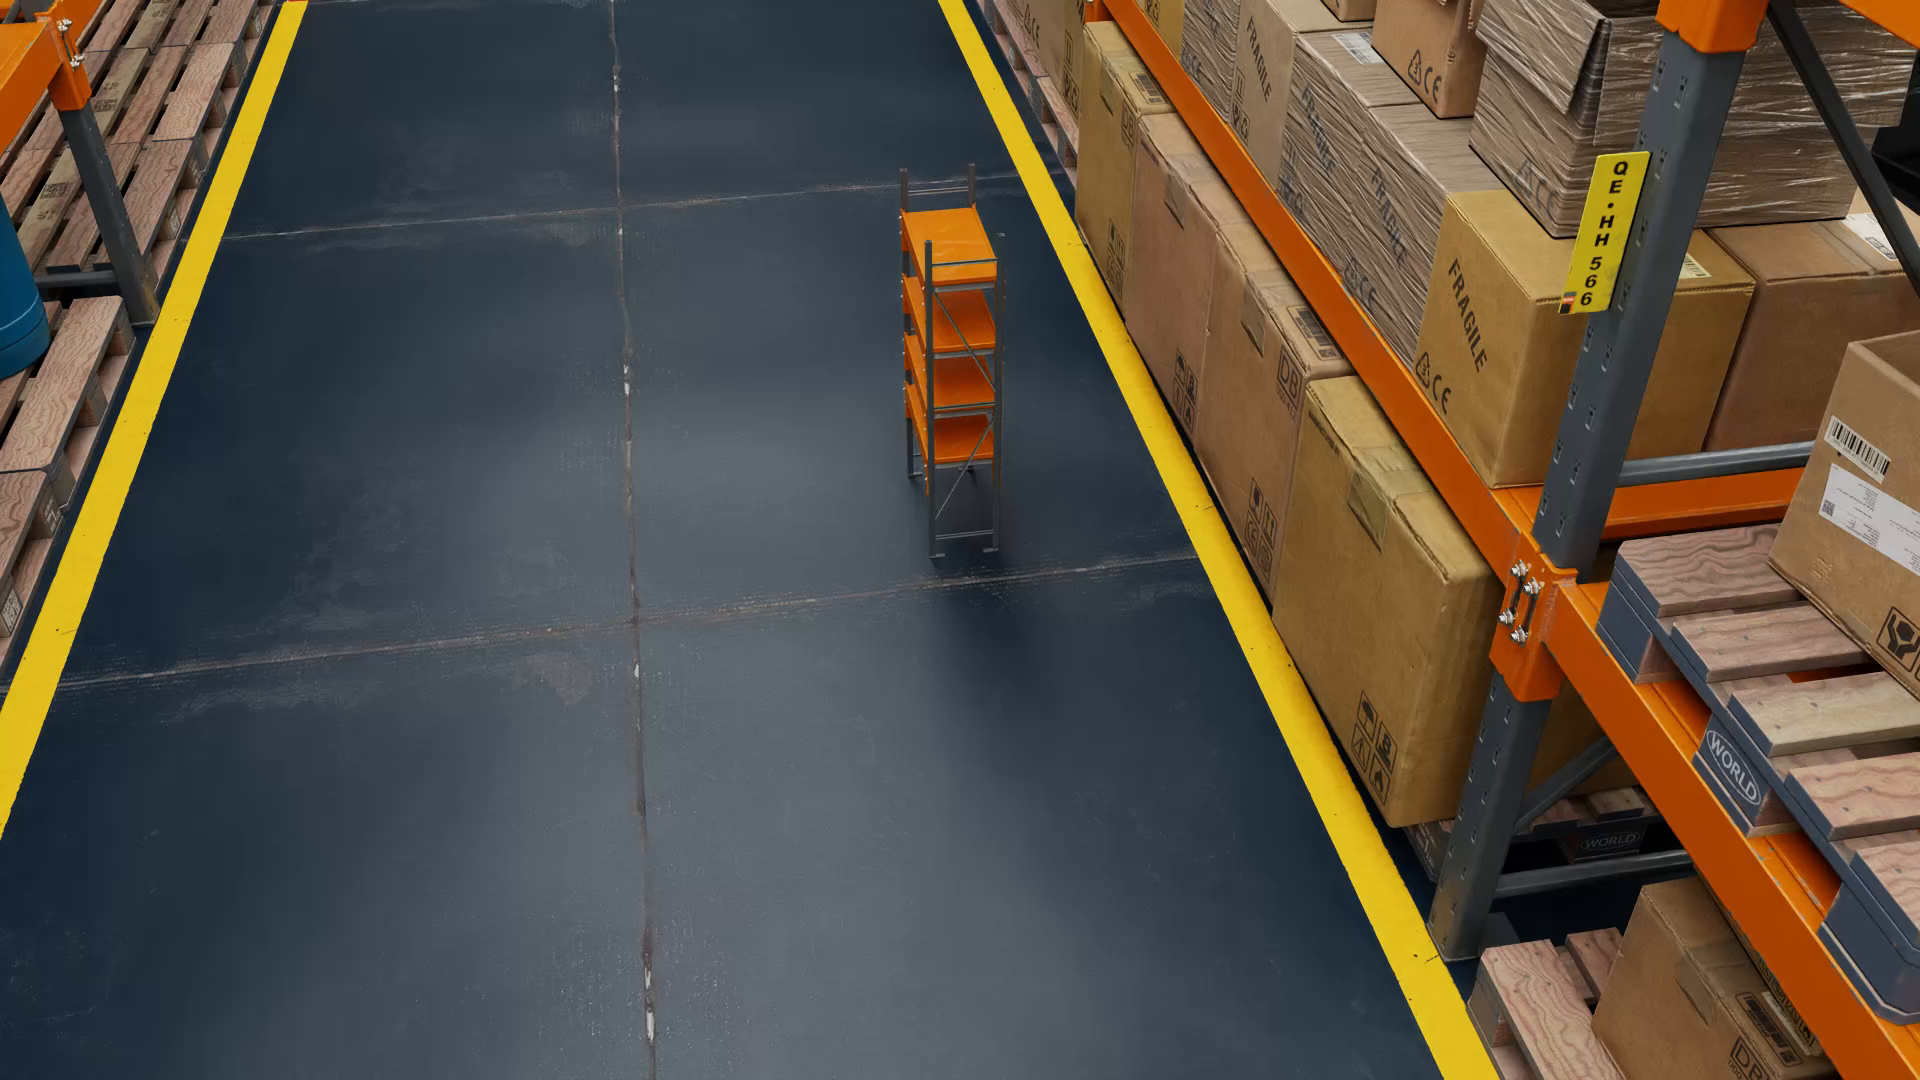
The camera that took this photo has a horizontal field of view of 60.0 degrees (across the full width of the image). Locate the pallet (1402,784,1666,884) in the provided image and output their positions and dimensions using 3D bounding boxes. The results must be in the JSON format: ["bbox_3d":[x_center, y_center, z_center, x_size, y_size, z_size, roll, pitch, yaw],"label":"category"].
[{"bbox_3d":[1.676,0.447,5.003,1.003,0.211,1.213,-6,38,-8],"label":"pallet"}]

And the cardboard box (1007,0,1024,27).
[{"bbox_3d":[0.688,-3.401,9.073,0.875,0.875,0.875,-6,38,-8],"label":"cardboard box"}]

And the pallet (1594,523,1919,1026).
[{"bbox_3d":[1.970,0.324,3.044,1.213,0.211,1.003,-6,38,-8],"label":"pallet"}]

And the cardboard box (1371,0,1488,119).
[{"bbox_3d":[1.516,-1.443,4.263,0.797,0.503,0.637,-5,38,-7],"label":"cardboard box"}]

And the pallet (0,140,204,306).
[{"bbox_3d":[-4.005,-1.392,7.370,1.003,0.211,1.213,-6,38,-8],"label":"pallet"}]

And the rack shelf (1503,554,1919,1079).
[{"bbox_3d":[2.091,1.322,2.190,1.077,0.370,4.000,-6,38,-8],"label":"rack shelf"}]

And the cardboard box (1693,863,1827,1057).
[{"bbox_3d":[1.887,0.748,3.409,0.500,0.250,0.500,-5,38,-6],"label":"cardboard box"}]

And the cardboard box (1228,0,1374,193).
[{"bbox_3d":[1.145,-1.404,5.030,0.500,0.500,0.500,-6,38,-7],"label":"cardboard box"}]

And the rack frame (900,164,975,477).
[{"bbox_3d":[-0.072,-0.721,5.700,0.240,1.200,0.015,-6,38,-8],"label":"rack frame"}]

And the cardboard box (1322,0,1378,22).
[{"bbox_3d":[1.392,-1.848,4.784,0.797,0.503,0.637,-5,38,-6],"label":"cardboard box"}]

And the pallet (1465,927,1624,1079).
[{"bbox_3d":[1.876,1.403,3.772,1.003,0.211,1.213,-6,38,-8],"label":"pallet"}]

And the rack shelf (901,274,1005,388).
[{"bbox_3d":[-0.029,-0.697,5.415,0.258,0.148,0.480,-6,38,-8],"label":"rack shelf"}]

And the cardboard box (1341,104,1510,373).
[{"bbox_3d":[1.328,-0.783,4.231,0.500,0.500,0.500,-7,38,-8],"label":"cardboard box"}]

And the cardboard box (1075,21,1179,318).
[{"bbox_3d":[1.171,-1.529,6.662,1.225,0.875,0.875,-6,38,-8],"label":"cardboard box"}]

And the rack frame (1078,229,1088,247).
[{"bbox_3d":[1.039,-2.586,6.634,1.000,3.000,0.127,-6,38,-8],"label":"rack frame"}]

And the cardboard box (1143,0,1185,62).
[{"bbox_3d":[0.962,-2.017,5.820,0.500,0.500,0.500,-6,38,-8],"label":"cardboard box"}]

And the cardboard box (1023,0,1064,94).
[{"bbox_3d":[0.844,-2.864,8.381,0.875,0.875,0.875,-6,38,-8],"label":"cardboard box"}]

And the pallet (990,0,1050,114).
[{"bbox_3d":[0.765,-2.691,9.042,1.003,0.211,1.213,-6,38,-8],"label":"pallet"}]

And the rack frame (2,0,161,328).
[{"bbox_3d":[-3.838,-2.054,5.948,1.000,3.000,0.127,-6,38,-8],"label":"rack frame"}]

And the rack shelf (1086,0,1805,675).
[{"bbox_3d":[1.389,-1.094,5.300,1.077,0.370,4.000,-6,38,-8],"label":"rack shelf"}]

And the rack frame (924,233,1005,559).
[{"bbox_3d":[0.014,-0.426,5.321,0.240,1.200,0.015,-6,38,-8],"label":"rack frame"}]

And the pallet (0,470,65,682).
[{"bbox_3d":[-3.526,0.257,5.248,1.003,0.211,1.213,-6,38,-8],"label":"pallet"}]

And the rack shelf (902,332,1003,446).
[{"bbox_3d":[-0.029,-0.521,5.552,0.258,0.148,0.480,-6,38,-8],"label":"rack shelf"}]

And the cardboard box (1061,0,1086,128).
[{"bbox_3d":[1.002,-2.320,7.681,0.875,0.875,0.875,-6,38,-8],"label":"cardboard box"}]

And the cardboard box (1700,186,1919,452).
[{"bbox_3d":[1.923,-0.533,3.909,0.500,0.500,0.500,-5,38,-7],"label":"cardboard box"}]

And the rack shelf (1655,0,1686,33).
[{"bbox_3d":[1.389,-2.279,4.380,1.077,0.370,4.000,-6,38,-8],"label":"rack shelf"}]

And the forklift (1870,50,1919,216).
[{"bbox_3d":[3.997,-2.085,6.045,1.130,2.935,3.031,-14,40,-17],"label":"forklift"}]

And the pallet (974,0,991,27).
[{"bbox_3d":[0.555,-3.427,9.989,1.003,0.211,1.213,-6,38,-8],"label":"pallet"}]

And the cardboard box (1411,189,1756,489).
[{"bbox_3d":[1.410,-0.481,3.843,0.500,0.500,0.500,-5,38,-7],"label":"cardboard box"}]

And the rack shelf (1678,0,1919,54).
[{"bbox_3d":[2.091,0.137,1.270,1.077,0.370,4.000,-6,38,-8],"label":"rack shelf"}]

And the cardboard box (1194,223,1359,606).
[{"bbox_3d":[1.491,-0.455,5.281,1.225,0.875,0.875,-6,38,-8],"label":"cardboard box"}]

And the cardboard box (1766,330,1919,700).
[{"bbox_3d":[1.874,-0.054,2.950,0.500,0.500,0.500,-11,39,-14],"label":"cardboard box"}]

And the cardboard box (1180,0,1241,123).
[{"bbox_3d":[1.050,-1.715,5.431,0.500,0.500,0.500,-7,38,-9],"label":"cardboard box"}]

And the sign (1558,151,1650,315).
[{"bbox_3d":[1.194,-0.566,3.090,0.100,0.325,0.005,-6,38,-8],"label":"sign"}]

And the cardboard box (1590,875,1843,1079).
[{"bbox_3d":[1.877,1.046,3.638,0.700,0.500,0.500,-8,39,-10],"label":"cardboard box"}]

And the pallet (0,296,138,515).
[{"bbox_3d":[-3.743,-0.482,6.198,1.003,0.211,1.213,-6,38,-8],"label":"pallet"}]

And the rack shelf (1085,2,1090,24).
[{"bbox_3d":[0.688,-3.510,8.410,1.077,0.370,4.000,-6,38,-8],"label":"rack shelf"}]

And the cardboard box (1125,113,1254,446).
[{"bbox_3d":[1.328,-0.989,5.968,1.225,0.875,0.875,-7,38,-10],"label":"cardboard box"}]

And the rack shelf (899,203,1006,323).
[{"bbox_3d":[-0.029,-0.884,5.270,0.258,0.148,0.480,-6,38,-8],"label":"rack shelf"}]

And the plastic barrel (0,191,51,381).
[{"bbox_3d":[-3.759,-1.060,6.038,0.600,0.901,0.708,-6,38,-8],"label":"plastic barrel"}]

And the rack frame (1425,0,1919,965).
[{"bbox_3d":[1.740,-0.170,3.524,1.000,3.000,0.127,-6,38,-8],"label":"rack frame"}]

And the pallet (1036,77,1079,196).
[{"bbox_3d":[0.982,-1.953,8.092,1.003,0.211,1.213,-6,38,-8],"label":"pallet"}]

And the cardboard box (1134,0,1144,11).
[{"bbox_3d":[0.873,-2.321,6.211,0.500,0.500,0.500,-6,38,-8],"label":"cardboard box"}]

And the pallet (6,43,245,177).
[{"bbox_3d":[-4.222,-2.131,8.321,1.003,0.211,1.213,-6,38,-8],"label":"pallet"}]

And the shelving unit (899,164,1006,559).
[{"bbox_3d":[-0.029,-0.574,5.511,0.258,1.200,0.503,-6,38,-8],"label":"shelving unit"}]

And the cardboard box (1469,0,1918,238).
[{"bbox_3d":[1.628,-1.049,3.756,0.797,0.503,0.637,-5,38,-6],"label":"cardboard box"}]

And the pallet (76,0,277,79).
[{"bbox_3d":[-4.432,-2.866,9.267,1.003,0.211,1.213,-6,38,-8],"label":"pallet"}]

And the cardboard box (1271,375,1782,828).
[{"bbox_3d":[1.640,0.084,4.587,1.225,0.875,0.875,-8,39,-10],"label":"cardboard box"}]

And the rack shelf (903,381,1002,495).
[{"bbox_3d":[-0.029,-0.364,5.674,0.258,0.148,0.480,-6,38,-8],"label":"rack shelf"}]

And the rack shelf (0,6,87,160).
[{"bbox_3d":[-3.487,-0.561,4.614,1.077,0.370,4.000,-6,38,-8],"label":"rack shelf"}]

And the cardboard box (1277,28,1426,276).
[{"bbox_3d":[1.234,-1.096,4.635,0.500,0.500,0.500,-7,38,-9],"label":"cardboard box"}]

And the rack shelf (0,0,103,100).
[{"bbox_3d":[-4.188,-2.977,7.724,1.077,0.370,4.000,-6,38,-8],"label":"rack shelf"}]
